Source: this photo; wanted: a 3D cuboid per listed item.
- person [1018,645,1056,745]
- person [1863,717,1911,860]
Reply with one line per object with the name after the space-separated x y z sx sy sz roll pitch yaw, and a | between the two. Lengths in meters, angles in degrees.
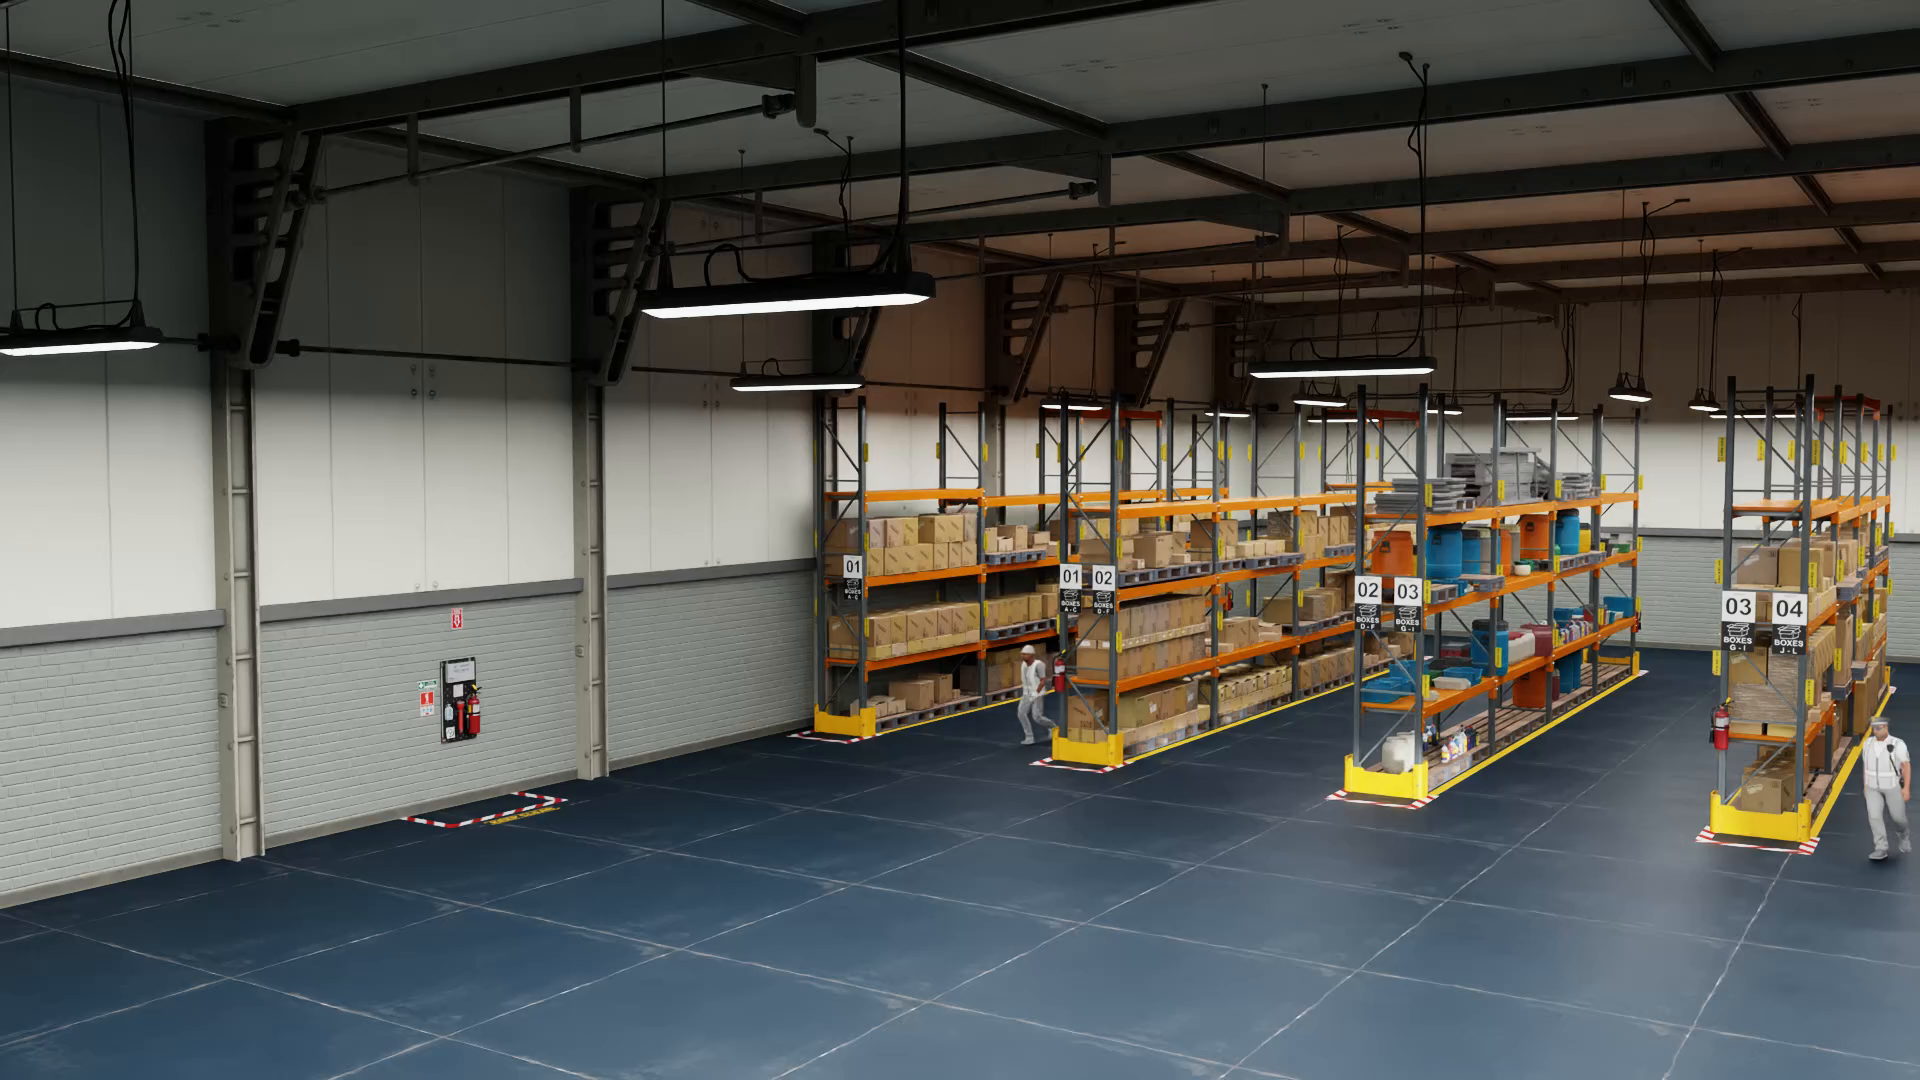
1.296 2.651 28.720 0.798 1.696 0.607 -3 4 -43 | person
11.459 3.048 20.581 0.720 1.732 0.574 -3 4 -42 | person
